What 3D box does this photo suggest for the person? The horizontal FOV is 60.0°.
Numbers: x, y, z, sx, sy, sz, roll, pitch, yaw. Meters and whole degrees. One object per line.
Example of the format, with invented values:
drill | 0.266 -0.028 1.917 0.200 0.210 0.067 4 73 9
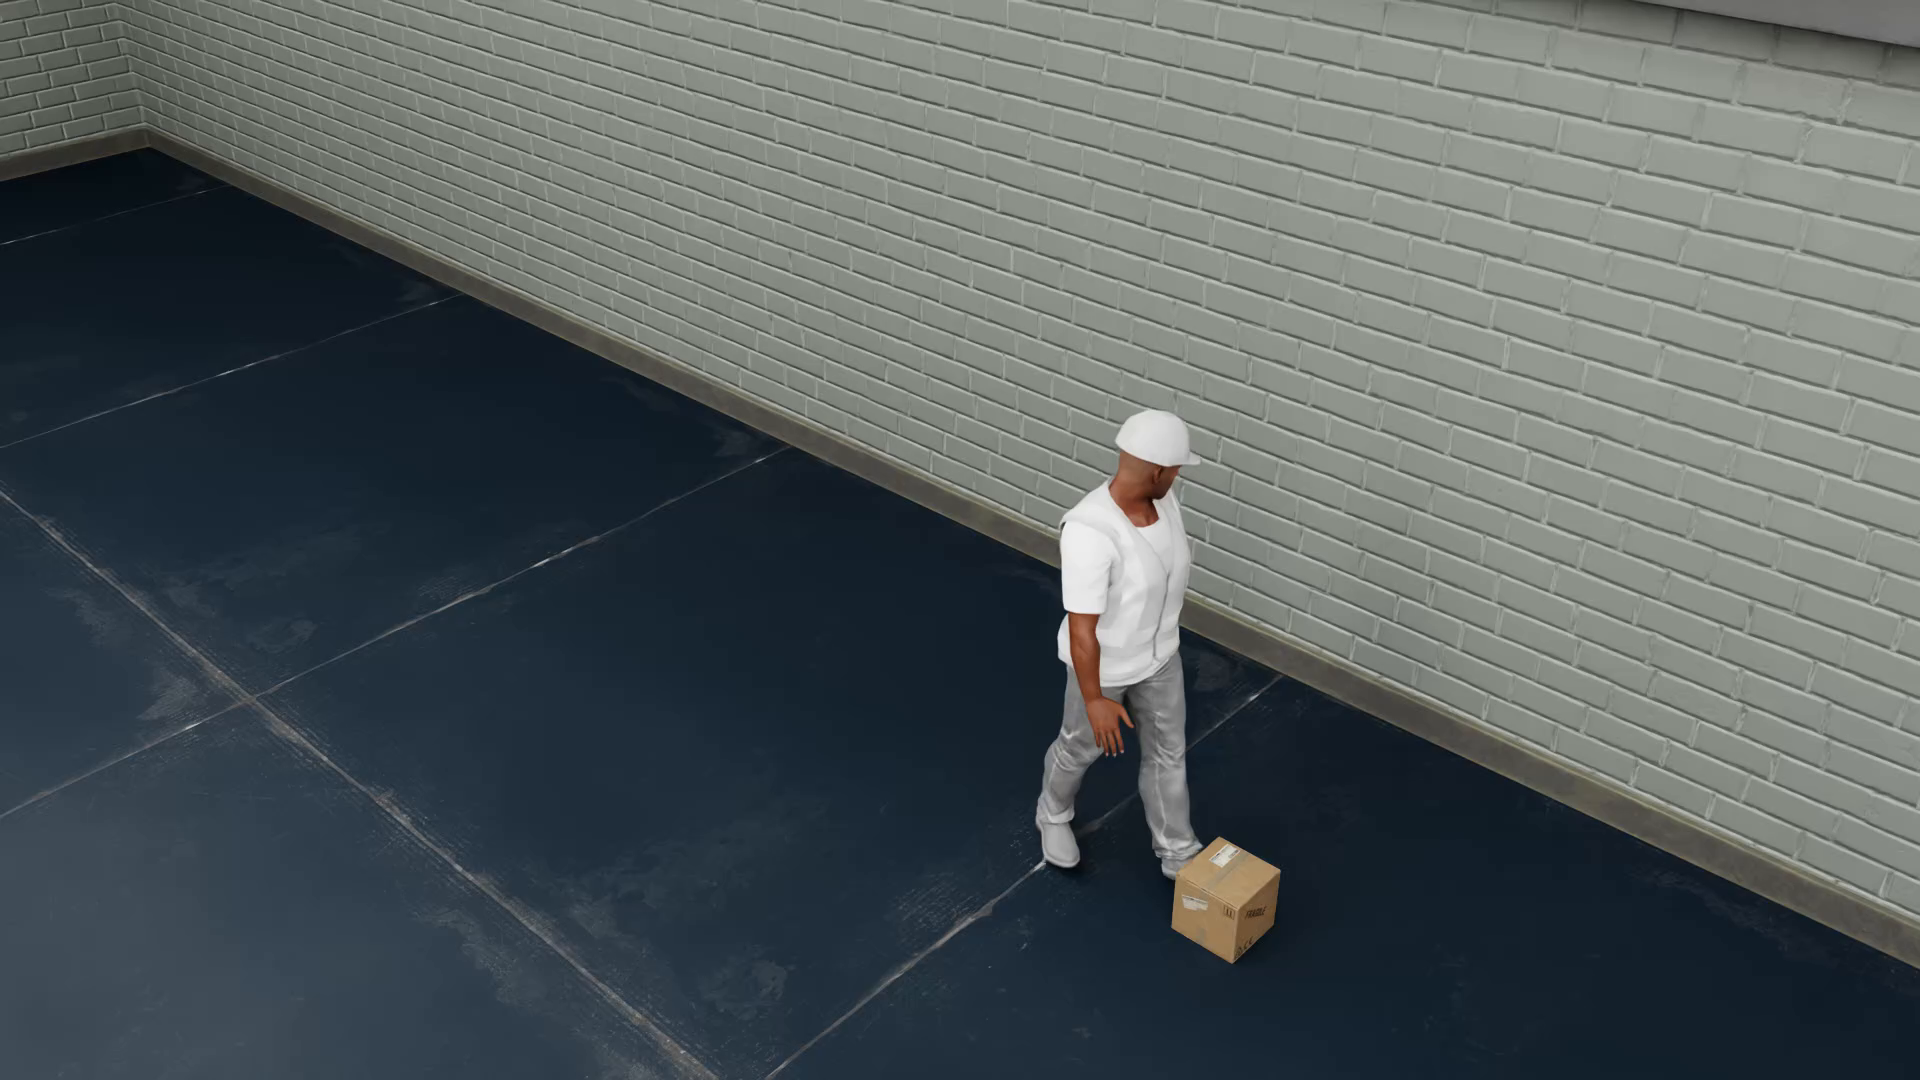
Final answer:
person | 0.575 0.412 5.405 0.615 1.757 0.766 -25 39 -35
